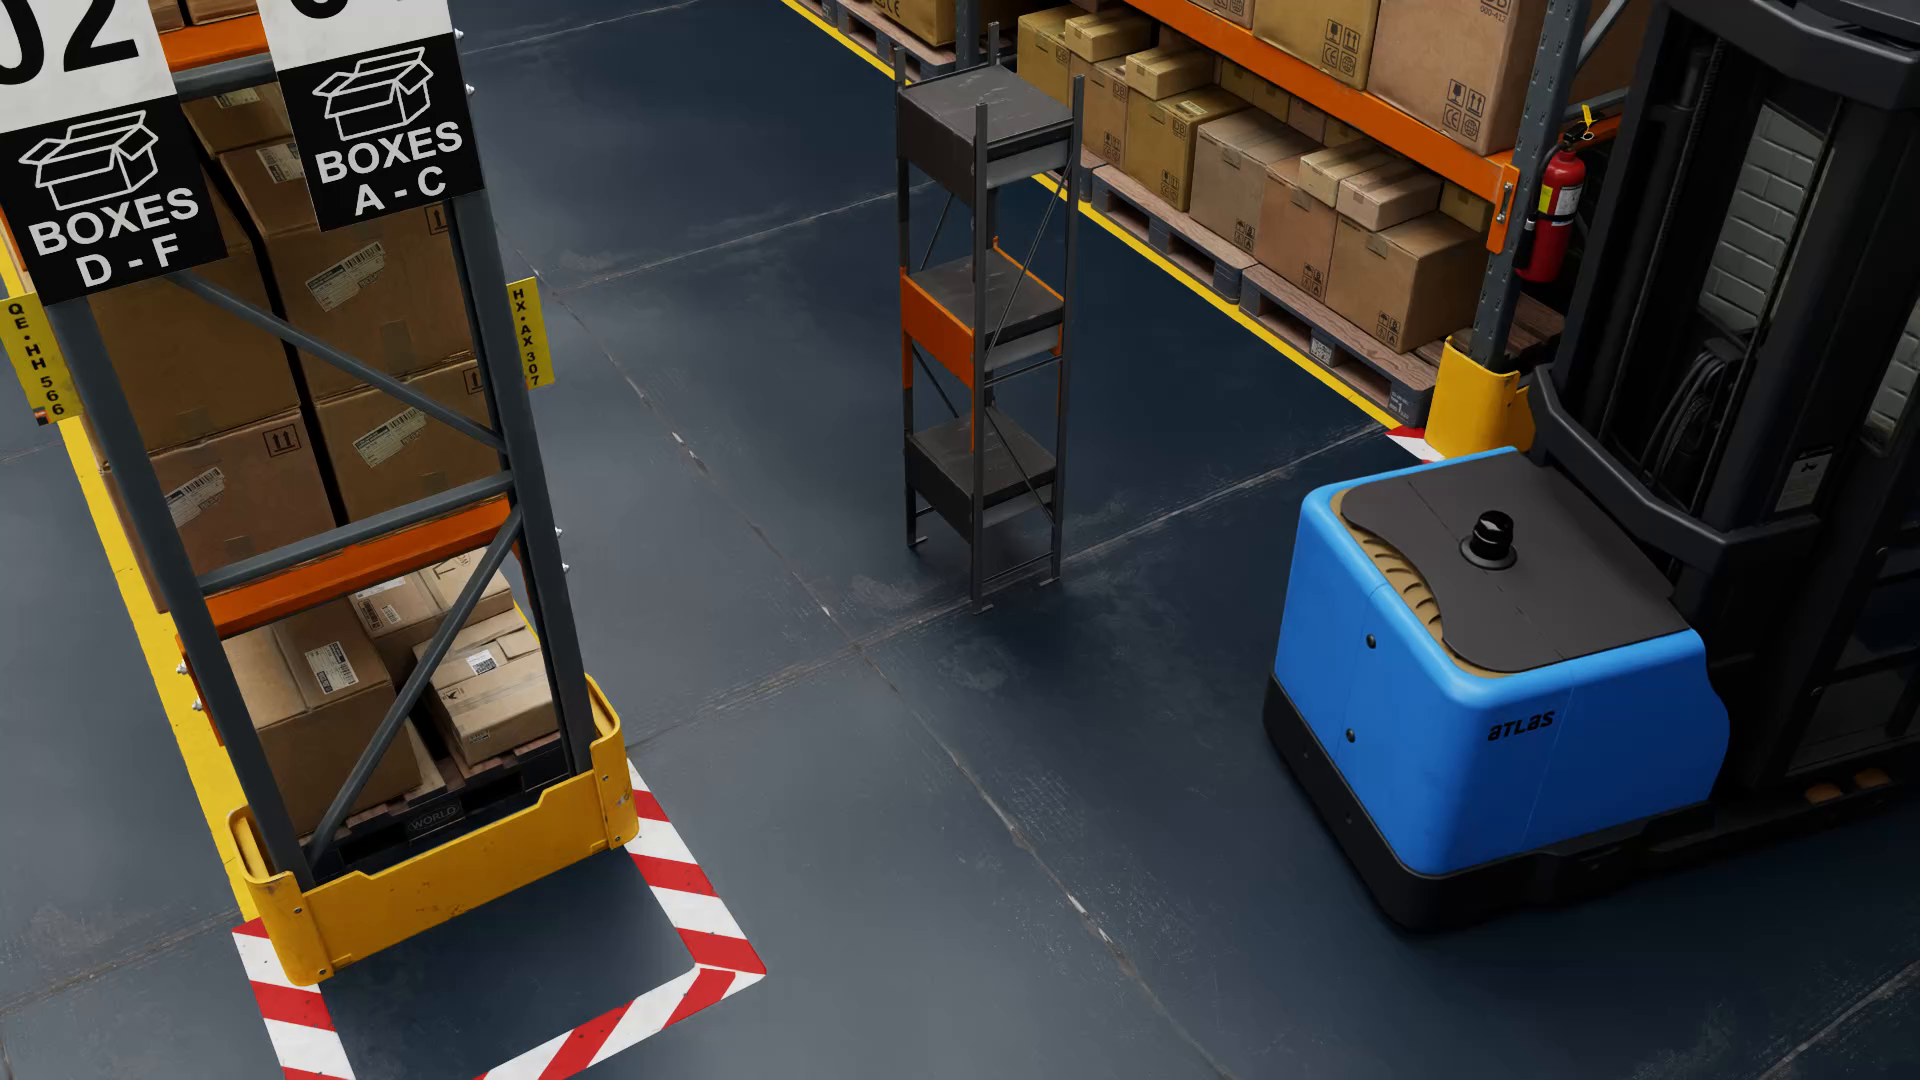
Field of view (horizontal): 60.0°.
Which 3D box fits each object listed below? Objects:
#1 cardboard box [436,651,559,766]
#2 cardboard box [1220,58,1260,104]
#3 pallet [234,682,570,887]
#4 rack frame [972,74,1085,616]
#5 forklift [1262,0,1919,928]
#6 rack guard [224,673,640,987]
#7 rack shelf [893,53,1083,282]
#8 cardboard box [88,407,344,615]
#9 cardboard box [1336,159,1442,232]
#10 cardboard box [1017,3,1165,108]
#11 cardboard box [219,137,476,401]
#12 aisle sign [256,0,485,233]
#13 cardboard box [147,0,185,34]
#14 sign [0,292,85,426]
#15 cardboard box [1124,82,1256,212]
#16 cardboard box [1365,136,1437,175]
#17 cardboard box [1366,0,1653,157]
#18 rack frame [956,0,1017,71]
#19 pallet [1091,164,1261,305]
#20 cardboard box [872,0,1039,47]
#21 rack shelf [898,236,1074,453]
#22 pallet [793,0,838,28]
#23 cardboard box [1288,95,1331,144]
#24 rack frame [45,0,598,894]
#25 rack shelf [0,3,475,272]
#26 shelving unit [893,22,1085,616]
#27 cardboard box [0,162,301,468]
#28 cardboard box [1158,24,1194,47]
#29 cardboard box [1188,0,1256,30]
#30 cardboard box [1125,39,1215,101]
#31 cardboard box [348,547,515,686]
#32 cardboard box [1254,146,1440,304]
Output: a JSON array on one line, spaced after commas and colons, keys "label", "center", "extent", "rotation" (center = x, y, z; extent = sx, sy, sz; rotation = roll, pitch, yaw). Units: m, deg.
[{"label": "cardboard box", "center": [-1.532, 0.564, 5.613], "extent": [0.380, 0.149, 0.250], "rotation": [-22, 45, -24]}, {"label": "cardboard box", "center": [1.535, -2.340, 8.333], "extent": [0.380, 0.149, 0.250], "rotation": [-23, 45, -25]}, {"label": "pallet", "center": [-2.067, 0.583, 5.886], "extent": [1.003, 0.211, 1.213], "rotation": [-22, 45, -24]}, {"label": "rack frame", "center": [0.220, -0.586, 5.813], "extent": [0.400, 2.100, 0.015], "rotation": [-22, 45, -24]}, {"label": "forklift", "center": [2.642, -0.465, 5.019], "extent": [3.031, 2.935, 1.130], "rotation": [-12, 41, -14]}, {"label": "rack guard", "center": [-1.637, 0.901, 5.278], "extent": [1.175, 0.500, 0.348], "rotation": [-22, 45, -24]}, {"label": "rack shelf", "center": [0.089, -1.245, 5.531], "extent": [0.431, 0.518, 0.480], "rotation": [-22, 45, -24]}, {"label": "cardboard box", "center": [-2.067, -0.204, 4.574], "extent": [0.500, 0.500, 0.500], "rotation": [-21, 44, -23]}, {"label": "cardboard box", "center": [1.895, -1.525, 7.355], "extent": [0.380, 0.149, 0.250], "rotation": [-23, 45, -25]}, {"label": "cardboard box", "center": [0.743, -2.646, 9.207], "extent": [0.700, 0.500, 0.500], "rotation": [-22, 44, -24]}, {"label": "cardboard box", "center": [-1.613, -0.771, 4.473], "extent": [0.500, 0.500, 0.500], "rotation": [-21, 44, -23]}, {"label": "aisle sign", "center": [-1.312, -1.081, 3.673], "extent": [0.394, 0.787, 0.004], "rotation": [-22, 45, -24]}, {"label": "cardboard box", "center": [-2.095, -1.299, 3.740], "extent": [0.500, 0.250, 0.500], "rotation": [-22, 45, -24]}, {"label": "sign", "center": [-2.075, -0.404, 3.740], "extent": [0.100, 0.325, 0.005], "rotation": [-22, 45, -24]}, {"label": "cardboard box", "center": [1.285, -2.096, 8.547], "extent": [0.700, 0.500, 0.500], "rotation": [-21, 44, -23]}, {"label": "cardboard box", "center": [2.080, -1.793, 7.677], "extent": [0.380, 0.149, 0.250], "rotation": [-22, 45, -24]}, {"label": "cardboard box", "center": [2.296, -2.112, 6.707], "extent": [0.980, 0.700, 0.700], "rotation": [-20, 44, -23]}, {"label": "rack frame", "center": [0.428, -3.884, 9.068], "extent": [1.000, 3.000, 0.127], "rotation": [-22, 45, -24]}, {"label": "pallet", "center": [1.431, -1.716, 8.645], "extent": [1.003, 0.211, 1.213], "rotation": [-22, 45, -24]}, {"label": "cardboard box", "center": [-0.032, -3.526, 9.989], "extent": [0.750, 0.750, 0.750], "rotation": [-22, 44, -24]}, {"label": "rack shelf", "center": [0.089, -0.707, 5.979], "extent": [0.431, 0.518, 0.480], "rotation": [-22, 45, -24]}, {"label": "pallet", "center": [-0.711, -3.862, 11.220], "extent": [1.003, 0.211, 1.213], "rotation": [-22, 45, -24]}, {"label": "cardboard box", "center": [1.809, -2.065, 8.003], "extent": [0.380, 0.149, 0.250], "rotation": [-22, 44, -24]}, {"label": "rack frame", "center": [-1.596, -0.018, 4.428], "extent": [1.000, 3.000, 0.127], "rotation": [-22, 45, -24]}, {"label": "rack shelf", "center": [-2.672, -1.973, 4.994], "extent": [1.077, 0.370, 4.000], "rotation": [-22, 45, -24]}, {"label": "shelving unit", "center": [0.089, -0.717, 5.971], "extent": [0.431, 2.100, 0.503], "rotation": [-22, 45, -24]}, {"label": "cardboard box", "center": [-2.067, -0.586, 4.251], "extent": [0.500, 0.500, 0.500], "rotation": [-23, 45, -25]}, {"label": "cardboard box", "center": [1.260, -2.616, 8.664], "extent": [0.380, 0.149, 0.250], "rotation": [-24, 45, -26]}, {"label": "cardboard box", "center": [1.493, -2.916, 7.671], "extent": [0.980, 0.700, 0.700], "rotation": [-24, 46, -26]}, {"label": "cardboard box", "center": [1.054, -2.366, 8.364], "extent": [0.380, 0.149, 0.250], "rotation": [-23, 45, -26]}, {"label": "cardboard box", "center": [-1.918, 0.208, 5.961], "extent": [0.500, 0.250, 0.500], "rotation": [-22, 45, -24]}, {"label": "cardboard box", "center": [1.849, -1.539, 7.879], "extent": [0.700, 0.500, 0.500], "rotation": [-22, 45, -25]}]
